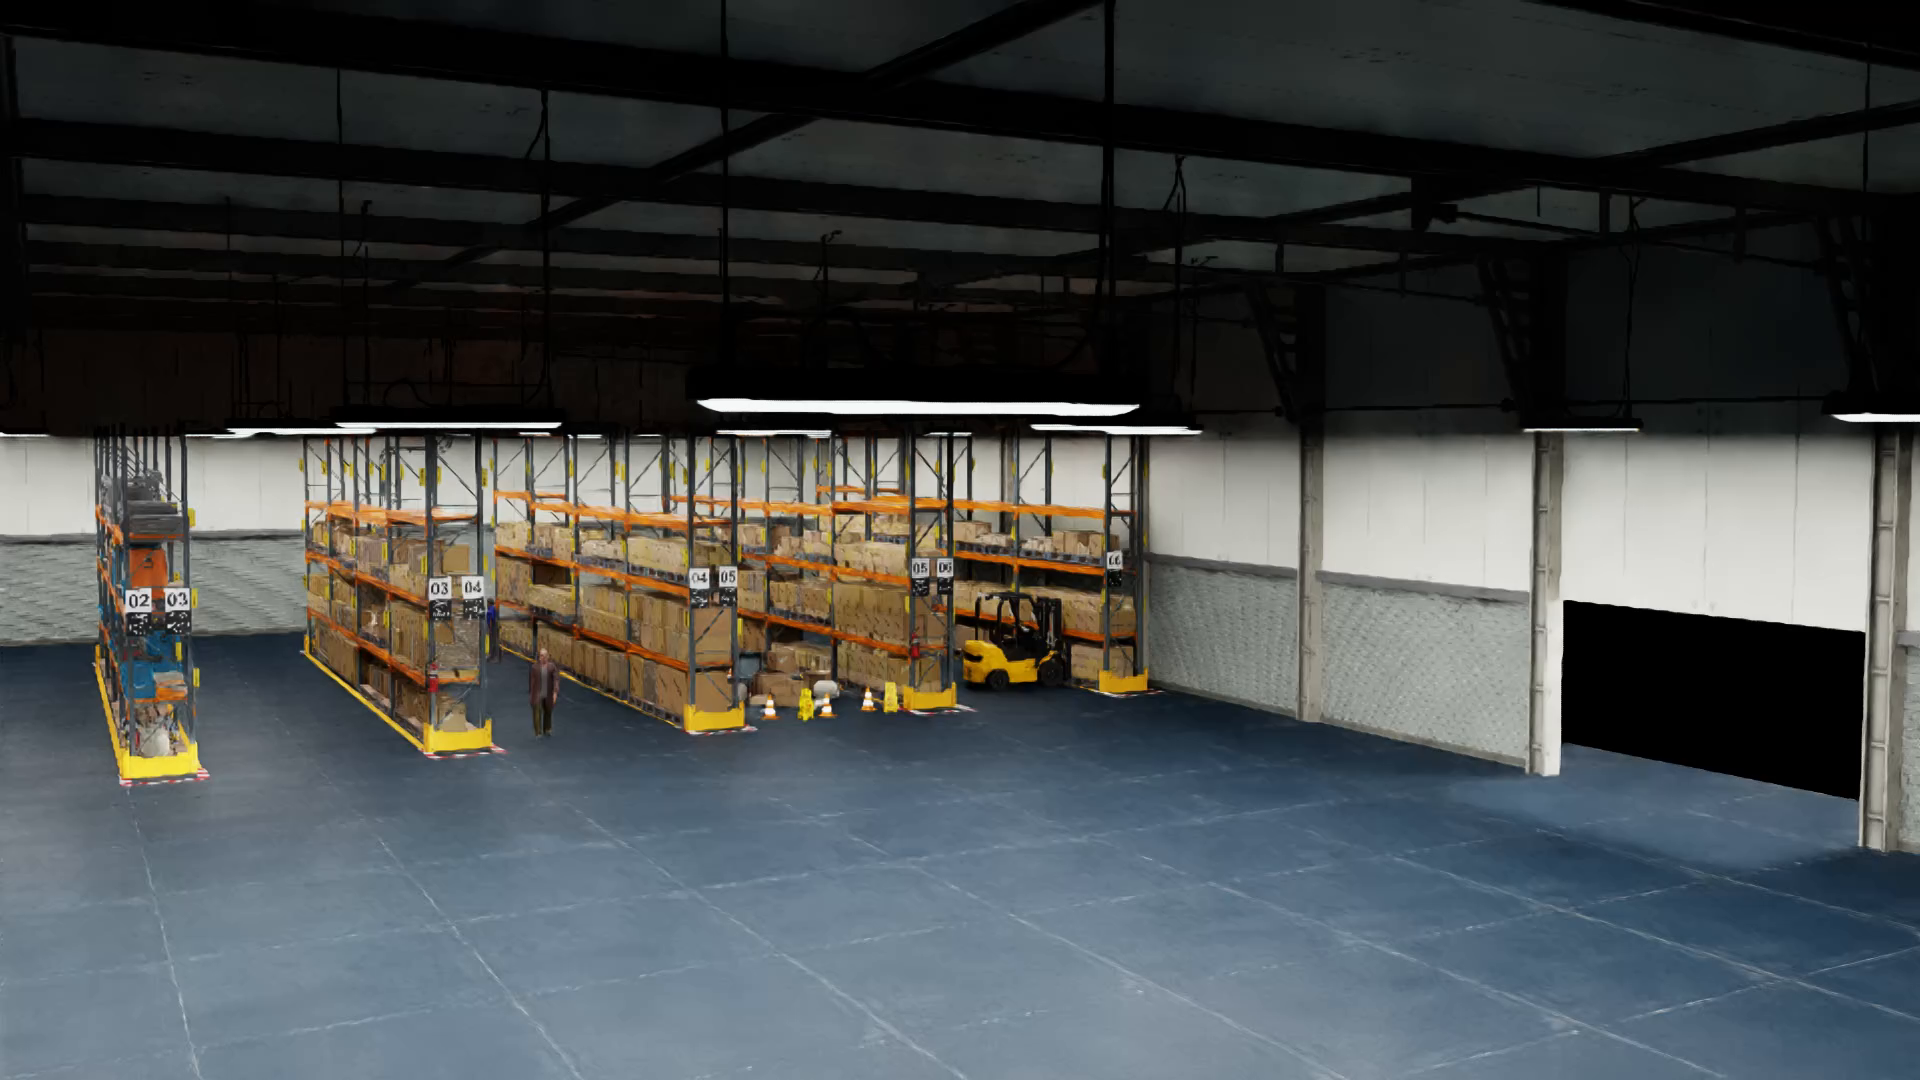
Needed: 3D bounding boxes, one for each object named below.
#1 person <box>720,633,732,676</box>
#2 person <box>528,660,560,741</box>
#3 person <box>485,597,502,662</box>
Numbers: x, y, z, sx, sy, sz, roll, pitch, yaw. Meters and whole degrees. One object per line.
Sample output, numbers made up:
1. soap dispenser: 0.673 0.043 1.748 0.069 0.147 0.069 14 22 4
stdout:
1. person: -5.656 2.458 39.939 0.544 1.671 0.524 0 3 -1
2. person: -7.903 3.025 31.656 0.576 1.514 1.090 -1 4 -20
3. person: -12.043 2.296 42.739 0.530 1.653 0.565 -1 4 -12
